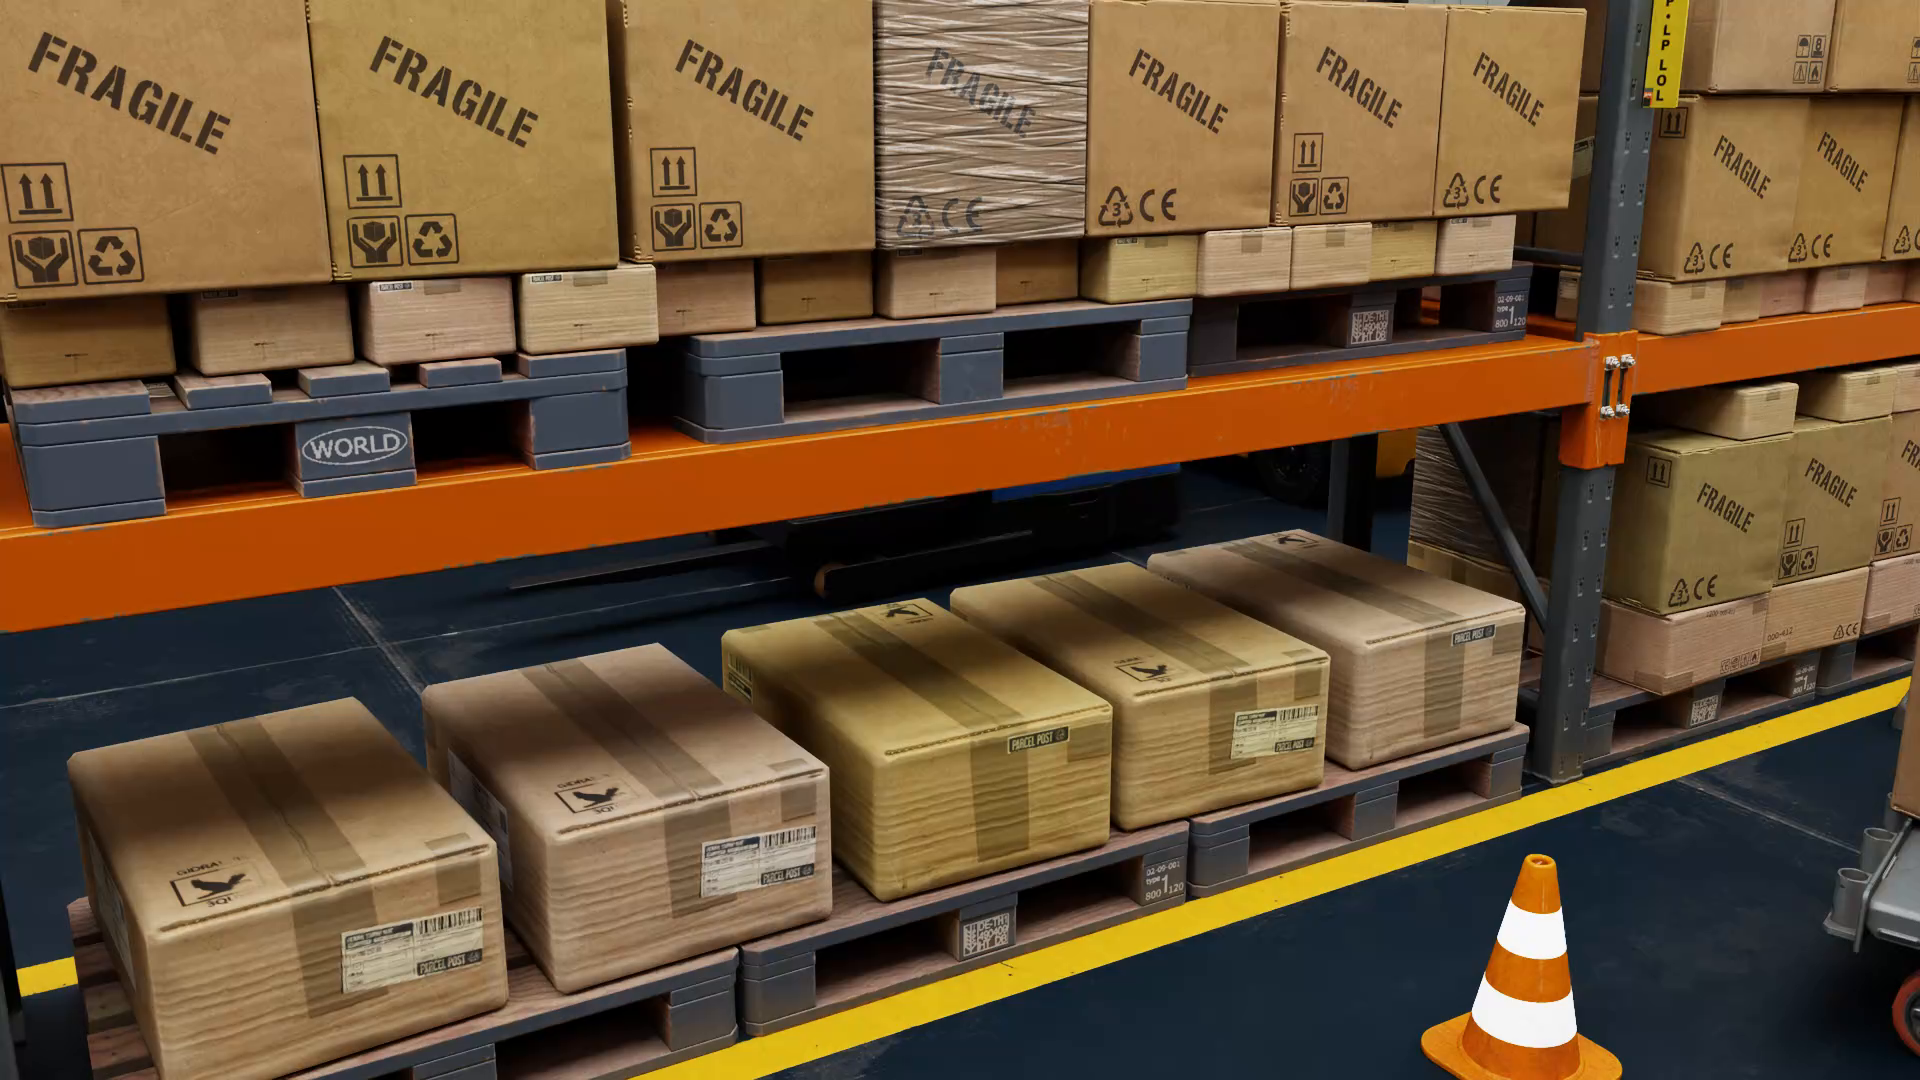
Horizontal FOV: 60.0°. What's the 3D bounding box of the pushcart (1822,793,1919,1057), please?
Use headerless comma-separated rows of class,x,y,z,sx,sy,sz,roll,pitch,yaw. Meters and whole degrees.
pushcart,2.739,0.937,3.369,1.648,0.377,0.936,12,20,37

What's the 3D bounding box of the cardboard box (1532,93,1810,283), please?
cardboard box,2.043,-1.035,4.807,0.500,0.500,0.500,-9,18,-30

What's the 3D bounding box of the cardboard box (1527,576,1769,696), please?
cardboard box,2.167,0.256,5.257,0.500,0.250,0.500,-10,19,-32

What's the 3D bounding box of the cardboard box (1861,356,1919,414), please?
cardboard box,2.974,-0.531,5.473,0.250,0.149,0.380,-8,18,-27

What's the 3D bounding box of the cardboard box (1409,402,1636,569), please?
cardboard box,1.891,-0.230,5.600,0.500,0.500,0.500,-9,18,-30

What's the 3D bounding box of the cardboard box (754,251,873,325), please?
cardboard box,-0.379,-0.566,3.559,0.250,0.149,0.380,-8,18,-28

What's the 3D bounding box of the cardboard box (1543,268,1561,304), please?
cardboard box,1.851,-0.877,5.447,0.250,0.149,0.380,-9,18,-28

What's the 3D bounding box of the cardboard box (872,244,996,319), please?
cardboard box,-0.122,-0.587,3.635,0.250,0.149,0.380,-9,18,-28

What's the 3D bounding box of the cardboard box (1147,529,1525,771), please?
cardboard box,1.074,0.290,4.908,0.625,0.372,0.950,-9,18,-29

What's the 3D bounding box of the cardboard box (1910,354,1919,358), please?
cardboard box,3.651,-0.517,6.622,0.500,0.500,0.500,-10,19,-32

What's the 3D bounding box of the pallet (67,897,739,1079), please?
pallet,-1.236,0.944,3.651,1.213,0.211,1.003,-9,18,-30

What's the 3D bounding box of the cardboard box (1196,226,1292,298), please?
cardboard box,0.569,-0.679,3.964,0.250,0.149,0.380,-9,18,-29

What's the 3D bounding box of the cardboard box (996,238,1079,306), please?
cardboard box,0.063,-0.641,3.827,0.250,0.149,0.380,-10,18,-32

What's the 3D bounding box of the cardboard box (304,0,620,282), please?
cardboard box,-0.959,-0.767,3.075,0.500,0.500,0.500,-8,18,-27

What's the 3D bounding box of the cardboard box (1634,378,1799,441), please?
cardboard box,2.305,-0.421,5.080,0.250,0.149,0.380,-9,18,-29

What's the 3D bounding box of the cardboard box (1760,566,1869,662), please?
cardboard box,2.619,0.179,5.531,0.500,0.250,0.500,-8,18,-27

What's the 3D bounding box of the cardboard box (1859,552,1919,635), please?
cardboard box,3.072,0.105,5.796,0.500,0.250,0.500,-9,18,-30

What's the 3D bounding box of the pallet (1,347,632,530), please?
pallet,-1.351,-0.322,3.356,1.003,0.211,1.213,-9,18,-30

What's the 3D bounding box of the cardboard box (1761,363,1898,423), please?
cardboard box,2.745,-0.493,5.337,0.250,0.149,0.380,-8,18,-28

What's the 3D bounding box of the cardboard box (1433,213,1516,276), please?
cardboard box,1.223,-0.792,4.367,0.250,0.149,0.380,-9,18,-29

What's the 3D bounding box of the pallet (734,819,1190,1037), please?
pallet,-0.191,0.775,4.253,1.213,0.211,1.003,-9,18,-30

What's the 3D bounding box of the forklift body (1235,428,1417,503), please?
forklift body,1.706,-1.456,8.619,1.214,2.155,2.313,-9,18,-30

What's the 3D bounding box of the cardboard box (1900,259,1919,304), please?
cardboard box,3.059,-0.871,5.424,0.250,0.149,0.380,-9,18,-29

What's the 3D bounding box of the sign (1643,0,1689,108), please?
sign,1.811,-1.276,4.260,0.005,0.325,0.100,-9,18,-30

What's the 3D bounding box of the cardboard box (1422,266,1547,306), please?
cardboard box,1.641,-0.841,5.317,0.250,0.149,0.380,-9,18,-30

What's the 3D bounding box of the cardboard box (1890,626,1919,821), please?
cardboard box,2.465,0.400,3.653,0.500,0.500,0.500,-9,18,-30

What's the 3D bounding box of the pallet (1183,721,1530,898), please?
pallet,0.856,0.605,4.861,1.213,0.211,1.003,-9,18,-30

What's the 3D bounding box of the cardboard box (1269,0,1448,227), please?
cardboard box,0.820,-1.054,4.097,0.500,0.500,0.500,-9,18,-29

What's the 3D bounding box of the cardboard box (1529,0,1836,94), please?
cardboard box,2.011,-1.530,4.723,0.500,0.500,0.700,-9,18,-30

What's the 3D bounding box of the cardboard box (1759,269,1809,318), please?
cardboard box,2.359,-0.786,5.123,0.250,0.149,0.380,-9,18,-30

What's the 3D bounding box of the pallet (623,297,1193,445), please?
pallet,-0.231,-0.483,3.930,1.213,0.211,1.003,-9,18,-30

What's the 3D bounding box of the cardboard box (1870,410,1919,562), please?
cardboard box,3.065,-0.254,5.686,0.500,0.500,0.500,-8,18,-27

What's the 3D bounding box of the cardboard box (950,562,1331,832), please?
cardboard box,0.459,0.391,4.549,0.625,0.372,0.950,-8,18,-26

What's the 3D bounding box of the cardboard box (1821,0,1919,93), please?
cardboard box,2.460,-1.596,4.958,0.500,0.500,0.700,-9,18,-29

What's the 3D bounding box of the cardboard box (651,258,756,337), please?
cardboard box,-0.601,-0.518,3.387,0.250,0.149,0.380,-8,18,-26

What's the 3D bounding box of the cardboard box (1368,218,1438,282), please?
cardboard box,0.988,-0.760,4.250,0.250,0.149,0.380,-10,18,-31

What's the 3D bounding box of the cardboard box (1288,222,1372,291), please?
cardboard box,0.786,-0.716,4.093,0.250,0.149,0.380,-10,18,-31

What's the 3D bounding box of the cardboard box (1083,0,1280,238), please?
cardboard box,0.375,-0.983,3.846,0.500,0.500,0.500,-9,18,-28

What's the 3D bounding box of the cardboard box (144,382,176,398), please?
cardboard box,-3.924,-0.581,7.546,0.625,0.625,0.875,-9,18,-28

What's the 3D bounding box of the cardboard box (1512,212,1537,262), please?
cardboard box,1.775,-1.157,5.244,0.500,0.500,0.500,-10,18,-31

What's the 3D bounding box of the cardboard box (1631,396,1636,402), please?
cardboard box,2.326,-0.301,5.854,0.500,0.500,0.500,-9,18,-29

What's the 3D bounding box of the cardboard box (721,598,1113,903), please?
cardboard box,-0.136,0.488,4.203,0.625,0.372,0.950,-9,18,-28

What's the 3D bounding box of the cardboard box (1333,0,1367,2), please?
cardboard box,0.937,-1.569,4.733,0.250,0.149,0.380,-9,18,-30

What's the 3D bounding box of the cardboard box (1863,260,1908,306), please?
cardboard box,2.802,-0.857,5.375,0.250,0.149,0.380,-9,18,-30

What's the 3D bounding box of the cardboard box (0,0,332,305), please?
cardboard box,-1.402,-0.693,2.811,0.500,0.500,0.500,-10,18,-31

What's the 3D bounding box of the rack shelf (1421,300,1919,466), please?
rack shelf,3.237,-0.778,5.961,4.000,0.370,1.077,-9,18,-30

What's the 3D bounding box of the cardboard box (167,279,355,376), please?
cardboard box,-1.273,-0.405,2.986,0.250,0.149,0.380,-11,19,-33

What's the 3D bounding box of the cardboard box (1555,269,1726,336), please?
cardboard box,1.957,-0.695,4.798,0.250,0.149,0.380,-9,18,-30

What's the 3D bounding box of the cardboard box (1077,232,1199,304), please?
cardboard box,0.341,-0.654,3.873,0.250,0.149,0.380,-9,18,-30

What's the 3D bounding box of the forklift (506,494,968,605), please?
forklift,-0.525,-1.320,6.690,3.031,2.935,1.121,-10,19,-32

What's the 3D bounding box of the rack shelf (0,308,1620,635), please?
rack shelf,-0.192,-0.222,3.978,4.000,0.370,1.077,-9,18,-30

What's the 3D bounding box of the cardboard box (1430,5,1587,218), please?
cardboard box,1.244,-1.123,4.344,0.500,0.500,0.500,-10,18,-31

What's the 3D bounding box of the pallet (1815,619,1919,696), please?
pallet,3.127,0.224,6.220,1.213,0.211,1.003,-9,18,-30

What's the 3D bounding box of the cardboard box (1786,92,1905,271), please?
cardboard box,2.461,-1.110,5.075,0.500,0.500,0.500,-9,18,-30

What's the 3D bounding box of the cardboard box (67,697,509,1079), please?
cardboard box,-1.417,0.696,3.459,0.625,0.372,0.950,-11,19,-33

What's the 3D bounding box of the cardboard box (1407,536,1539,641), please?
cardboard box,1.891,0.131,5.702,0.500,0.250,0.500,-8,18,-27

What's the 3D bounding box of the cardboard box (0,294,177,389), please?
cardboard box,-1.532,-0.374,2.874,0.250,0.149,0.380,-10,19,-33
